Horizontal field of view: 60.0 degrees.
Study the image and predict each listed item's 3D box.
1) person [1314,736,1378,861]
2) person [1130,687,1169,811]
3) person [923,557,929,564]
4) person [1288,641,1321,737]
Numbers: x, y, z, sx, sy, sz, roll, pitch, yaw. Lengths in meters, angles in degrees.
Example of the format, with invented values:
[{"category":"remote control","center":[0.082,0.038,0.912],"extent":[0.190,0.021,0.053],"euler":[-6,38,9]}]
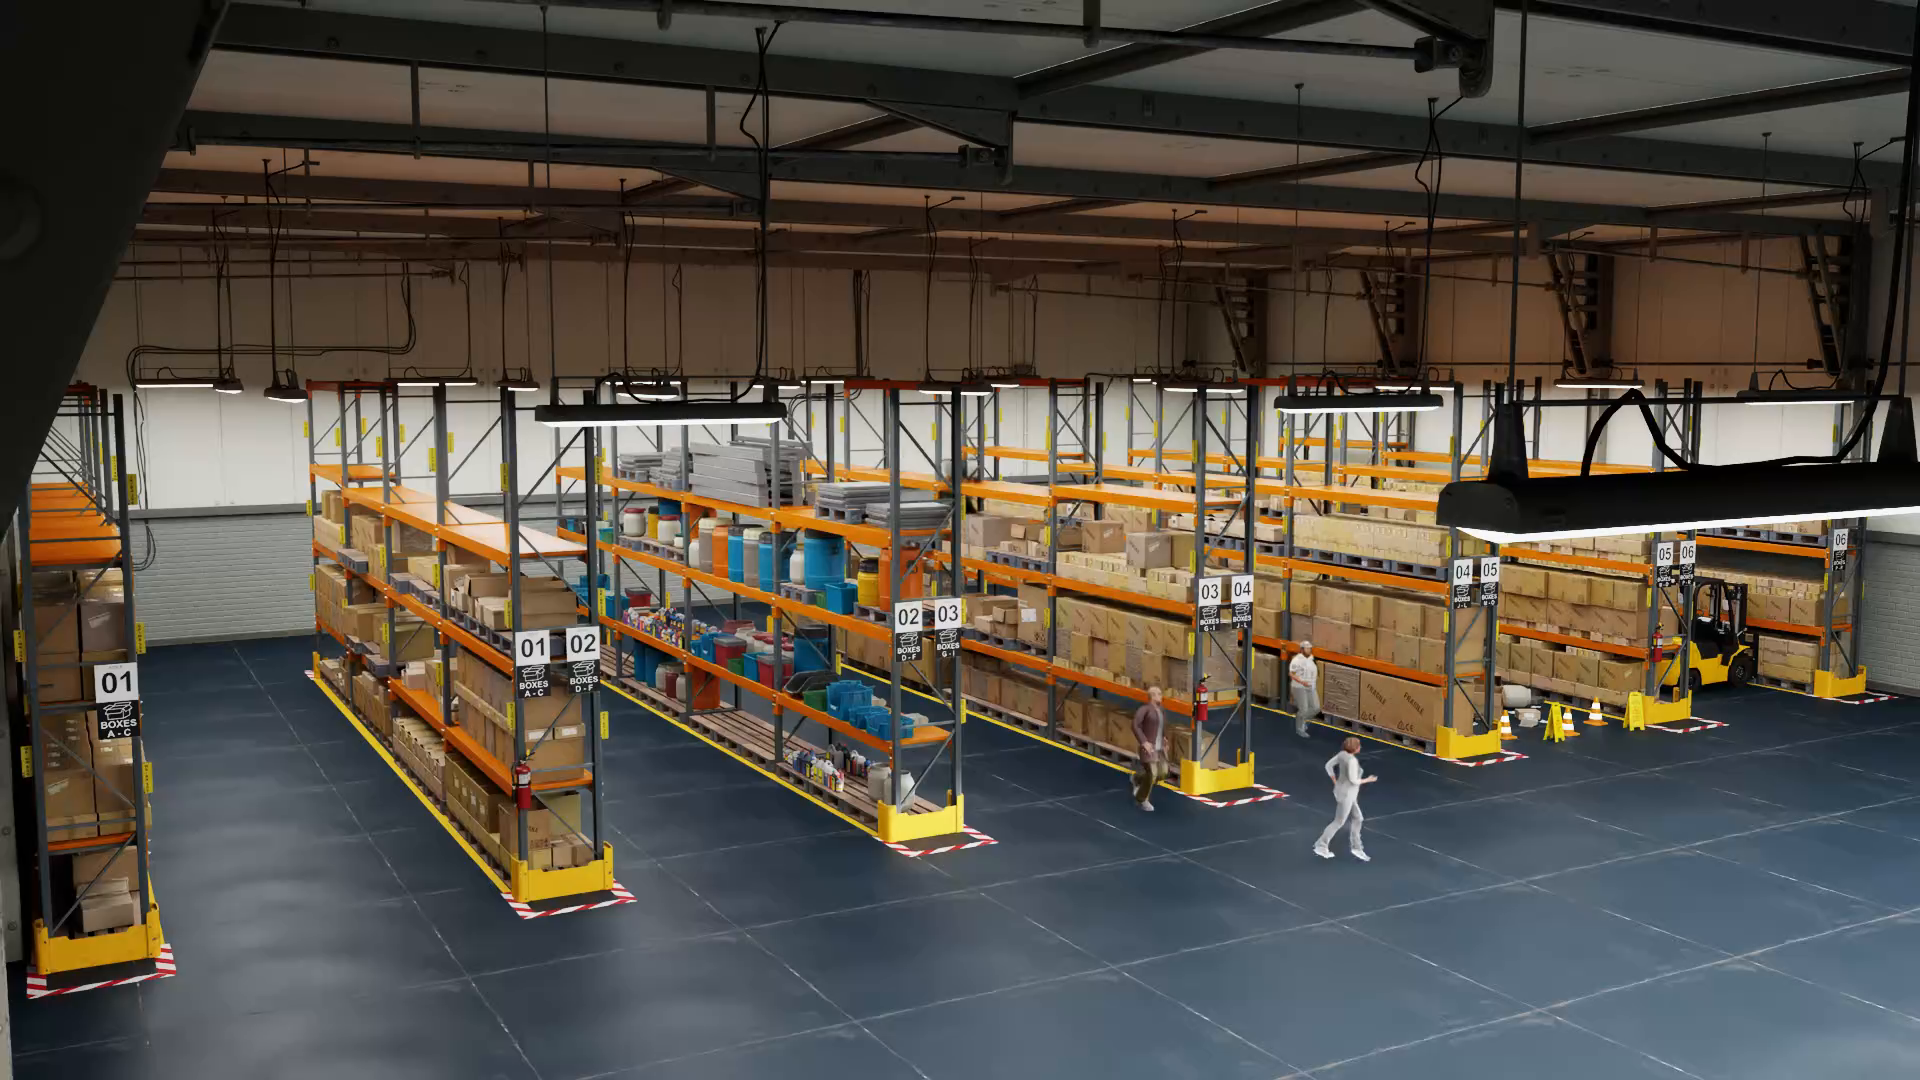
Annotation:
[{"category":"person","center":[4.891,3.294,21.117],"extent":[0.787,1.629,0.492],"euler":[0,6,1]},{"category":"person","center":[2.722,2.964,23.845],"extent":[0.588,1.701,0.758],"euler":[6,8,44]},{"category":"person","center":[-0.903,1.237,39.695],"extent":[0.704,1.818,0.764],"euler":[0,6,-4]},{"category":"person","center":[5.858,2.523,28.265],"extent":[0.609,1.631,0.525],"euler":[-4,7,-30]}]
